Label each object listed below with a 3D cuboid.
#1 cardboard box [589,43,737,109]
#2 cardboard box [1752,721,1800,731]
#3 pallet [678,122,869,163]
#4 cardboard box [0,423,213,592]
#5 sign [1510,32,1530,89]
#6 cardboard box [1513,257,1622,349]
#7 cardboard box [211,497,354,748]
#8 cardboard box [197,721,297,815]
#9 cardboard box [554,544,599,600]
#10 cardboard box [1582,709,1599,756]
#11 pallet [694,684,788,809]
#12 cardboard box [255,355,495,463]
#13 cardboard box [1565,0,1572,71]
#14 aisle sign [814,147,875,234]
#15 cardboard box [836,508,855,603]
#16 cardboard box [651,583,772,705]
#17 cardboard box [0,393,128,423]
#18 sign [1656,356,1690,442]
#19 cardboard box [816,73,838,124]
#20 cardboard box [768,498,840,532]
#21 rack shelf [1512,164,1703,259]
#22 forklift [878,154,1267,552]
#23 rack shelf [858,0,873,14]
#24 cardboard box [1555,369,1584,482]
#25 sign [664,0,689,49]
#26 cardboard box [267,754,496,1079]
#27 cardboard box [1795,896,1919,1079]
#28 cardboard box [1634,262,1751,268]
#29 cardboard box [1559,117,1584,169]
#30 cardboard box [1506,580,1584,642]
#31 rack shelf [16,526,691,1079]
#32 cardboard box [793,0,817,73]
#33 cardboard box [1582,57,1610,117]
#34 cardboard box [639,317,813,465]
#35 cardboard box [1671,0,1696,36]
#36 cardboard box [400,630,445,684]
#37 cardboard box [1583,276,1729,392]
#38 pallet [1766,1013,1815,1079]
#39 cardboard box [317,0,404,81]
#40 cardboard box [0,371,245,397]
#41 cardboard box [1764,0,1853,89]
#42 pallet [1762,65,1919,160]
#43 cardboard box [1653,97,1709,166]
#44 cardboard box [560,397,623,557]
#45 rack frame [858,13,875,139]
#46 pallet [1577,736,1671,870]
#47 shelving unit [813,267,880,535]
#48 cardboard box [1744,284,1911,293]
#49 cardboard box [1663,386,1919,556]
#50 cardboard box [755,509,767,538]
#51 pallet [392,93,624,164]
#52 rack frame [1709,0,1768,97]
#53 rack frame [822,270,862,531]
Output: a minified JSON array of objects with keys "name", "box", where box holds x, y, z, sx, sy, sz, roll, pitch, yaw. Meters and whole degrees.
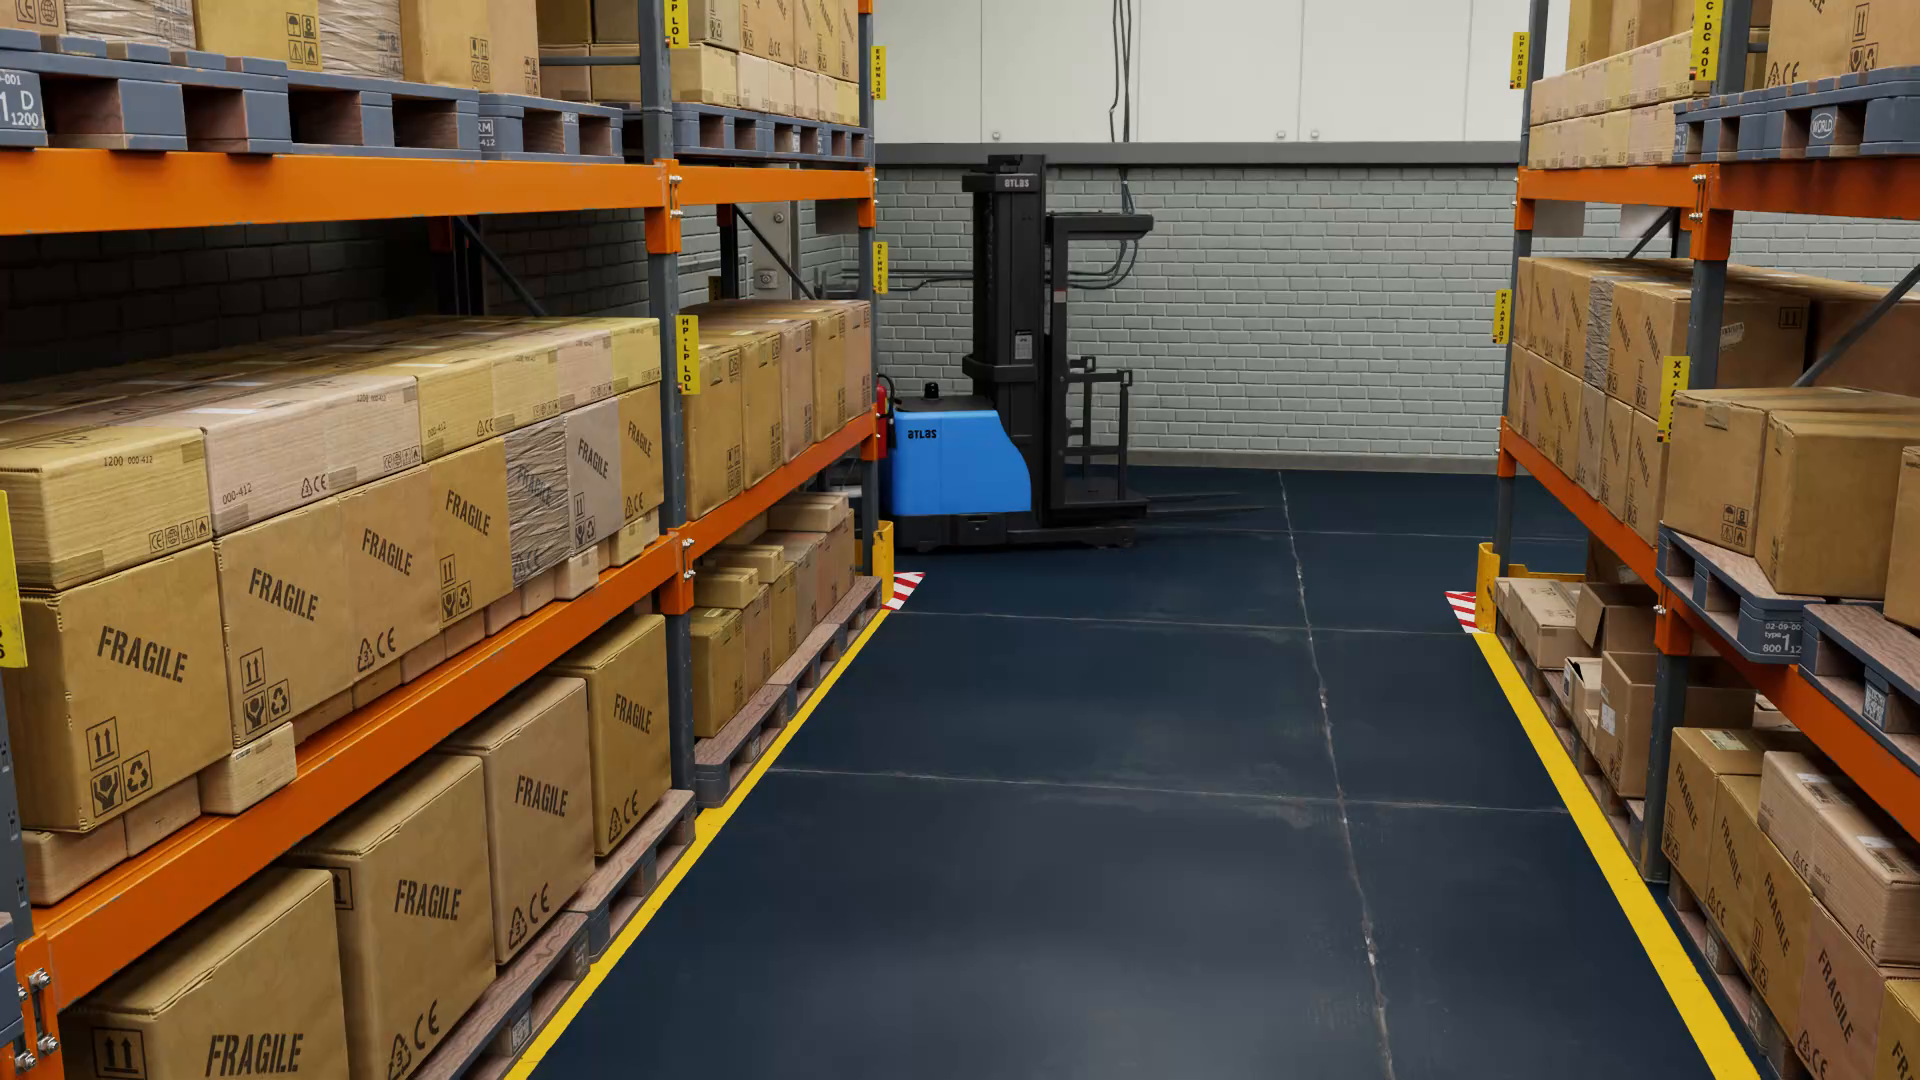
[{"name":"cardboard box","box":[-1.295,-2.033,7.308,0.500,0.250,0.500,2,12,8]},{"name":"cardboard box","box":[3.512,0.928,6.904,0.500,0.311,0.500,2,12,9]},{"name":"pallet","box":[-1.151,-2.351,9.874,1.003,0.211,1.213,2,12,9]},{"name":"cardboard box","box":[-1.948,-0.080,3.476,0.500,0.250,0.500,2,12,10]},{"name":"sign","box":[3.312,-2.834,9.831,0.100,0.325,0.005,2,12,9]},{"name":"cardboard box","box":[3.520,-1.377,9.653,0.500,0.500,0.500,2,12,10]},{"name":"cardboard box","box":[-1.860,0.177,4.062,0.500,0.500,0.500,2,12,11]},{"name":"cardboard box","box":[-1.826,0.530,3.965,0.380,0.149,0.250,2,12,10]},{"name":"cardboard box","box":[-1.517,0.105,5.935,0.380,0.149,0.250,2,12,9]},{"name":"cardboard box","box":[3.039,0.880,7.512,0.380,0.149,0.250,2,12,9]},{"name":"pallet","box":[-1.468,0.957,8.051,1.003,0.211,1.213,2,12,9]},{"name":"cardboard box","box":[-1.725,-0.397,4.945,0.500,0.250,0.500,2,12,7]},{"name":"cardboard box","box":[3.786,-2.820,9.227,0.700,0.500,0.500,2,12,9]},{"name":"aisle sign","box":[-0.739,-2.359,10.649,0.394,0.787,0.004,2,12,9]},{"name":"cardboard box","box":[-1.056,0.083,10.427,0.700,0.500,0.500,2,12,9]},{"name":"cardboard box","box":[-1.365,0.510,8.446,0.700,0.500,0.500,2,12,8]},{"name":"cardboard box","box":[-2.380,-0.199,4.025,0.500,0.250,0.500,1,12,7]},{"name":"sign","box":[2.696,-0.530,6.277,0.100,0.325,0.005,2,12,9]},{"name":"cardboard box","box":[-0.976,-2.461,9.293,0.500,0.250,0.500,1,12,7]},{"name":"cardboard box","box":[-0.934,-0.149,9.960,0.380,0.149,0.250,2,12,10]},{"name":"rack shelf","box":[3.541,-1.622,7.985,1.077,0.370,4.000,2,12,9]},{"name":"forklift","box":[0.875,-1.474,12.877,3.031,2.935,1.130,-3,12,-11]},{"name":"rack shelf","box":[-1.354,-3.052,8.453,1.077,0.370,4.000,2,12,9]},{"name":"cardboard box","box":[3.287,-0.572,8.292,0.500,0.500,0.500,2,12,9]},{"name":"sign","box":[-1.124,-2.108,6.559,0.100,0.325,0.005,2,12,9]},{"name":"cardboard box","box":[-1.893,1.097,4.889,0.750,0.750,0.750,2,12,8]},{"name":"cardboard box","box":[2.685,1.329,4.593,0.500,0.500,0.500,1,12,7]},{"name":"cardboard box","box":[3.975,-1.254,9.082,0.500,0.500,0.500,2,12,10]},{"name":"cardboard box","box":[3.353,-2.010,8.435,0.500,0.250,0.500,2,12,9]},{"name":"cardboard box","box":[3.408,0.414,9.435,0.500,0.250,0.500,2,12,9]},{"name":"rack shelf","box":[-1.970,0.518,5.179,1.077,0.370,4.000,2,12,9]},{"name":"cardboard box","box":[-1.049,-2.723,8.730,0.500,0.500,0.500,1,12,6]},{"name":"cardboard box","box":[3.277,-2.150,7.899,0.500,0.250,0.500,2,12,9]},{"name":"cardboard box","box":[-1.343,-0.813,8.933,0.980,0.700,0.700,1,12,6]},{"name":"cardboard box","box":[3.558,-2.401,7.283,0.700,0.500,0.500,2,12,9]},{"name":"cardboard box","box":[-1.772,0.315,4.962,0.380,0.149,0.250,2,12,9]},{"name":"cardboard box","box":[3.209,-0.954,7.687,0.500,0.500,0.500,2,12,9]},{"name":"pallet","box":[2.960,1.698,4.614,1.003,0.211,1.213,2,12,9]},{"name":"cardboard box","box":[-2.068,-1.581,4.807,0.700,0.500,0.500,2,12,9]},{"name":"cardboard box","box":[-2.298,-0.306,4.520,0.500,0.250,0.500,2,12,7]},{"name":"cardboard box","box":[3.083,-1.758,5.437,0.600,0.600,0.600,1,12,3]},{"name":"pallet","box":[2.907,-1.116,4.376,1.213,0.211,1.003,2,12,9]},{"name":"cardboard box","box":[3.045,-1.593,6.503,0.500,0.250,0.500,2,12,9]},{"name":"cardboard box","box":[-1.553,-0.244,6.013,0.500,0.500,0.500,2,12,9]},{"name":"rack frame","box":[-1.047,-4.016,10.267,1.000,3.000,0.127,2,12,9]},{"name":"pallet","box":[3.340,1.130,7.251,1.003,0.211,1.213,2,12,9]},{"name":"shelving unit","box":[-0.871,-1.015,12.720,0.431,2.100,0.503,-3,12,-11]},{"name":"cardboard box","box":[3.663,-0.825,7.089,0.500,0.500,0.500,1,12,7]},{"name":"cardboard box","box":[2.939,-0.253,5.815,0.700,0.500,0.500,-2,12,-10]},{"name":"cardboard box","box":[-1.350,-0.109,9.778,0.380,0.149,0.250,2,12,9]},{"name":"pallet","box":[-1.754,-1.431,5.846,0.805,0.209,1.217,1,12,6]},{"name":"rack frame","box":[3.233,-3.023,5.662,1.000,3.000,0.127,2,12,9]},{"name":"rack frame","box":[-0.821,-0.965,12.486,0.400,2.100,0.015,-3,12,-11]}]
